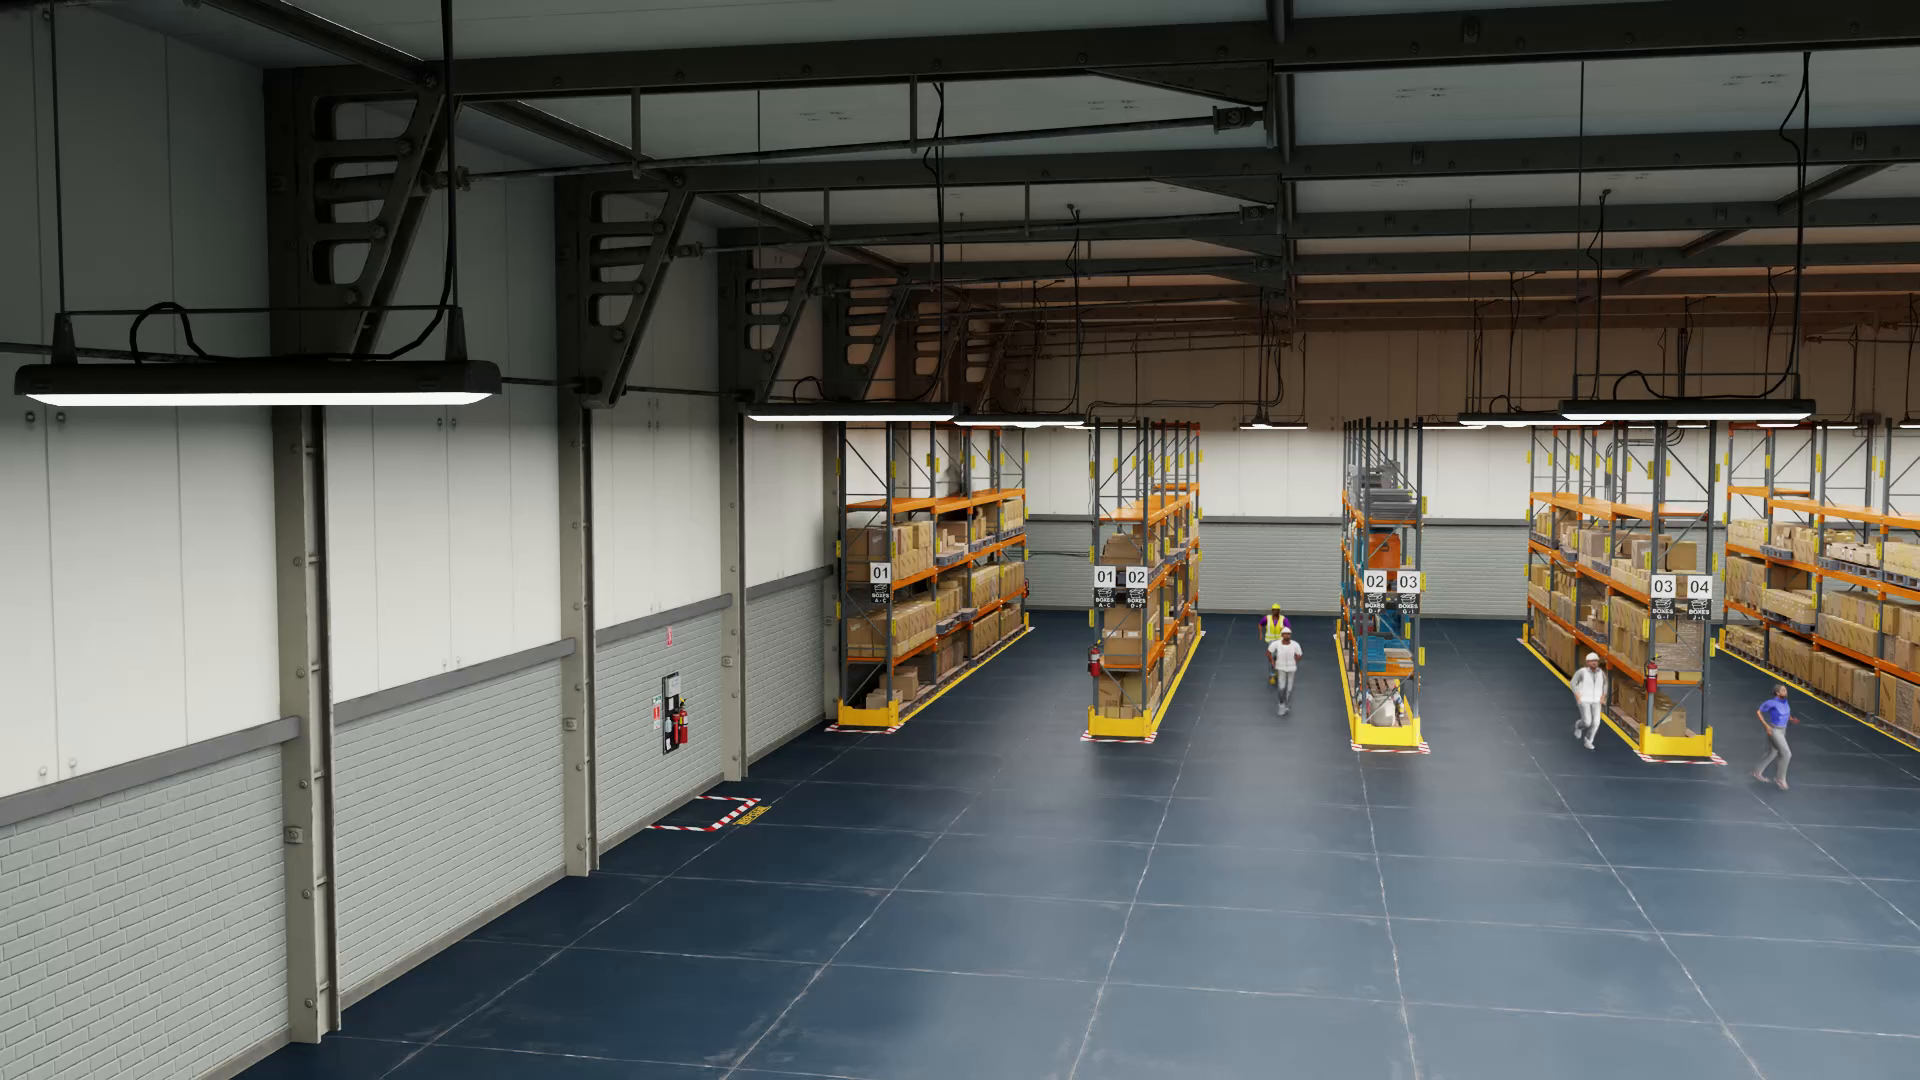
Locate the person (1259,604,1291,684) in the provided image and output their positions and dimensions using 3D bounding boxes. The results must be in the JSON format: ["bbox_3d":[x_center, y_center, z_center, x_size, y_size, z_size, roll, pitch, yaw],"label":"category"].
[{"bbox_3d":[7.216,2.343,38.087,0.697,1.774,0.896,0,4,3],"label":"person"}]

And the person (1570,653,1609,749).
[{"bbox_3d":[11.447,2.907,30.273,0.688,1.743,0.560,0,4,-2],"label":"person"}]

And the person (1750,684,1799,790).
[{"bbox_3d":[13.169,3.163,26.865,0.560,1.716,0.736,-3,5,-39],"label":"person"}]

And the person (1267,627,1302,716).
[{"bbox_3d":[6.587,2.666,33.630,0.674,1.809,0.696,0,4,1],"label":"person"}]
